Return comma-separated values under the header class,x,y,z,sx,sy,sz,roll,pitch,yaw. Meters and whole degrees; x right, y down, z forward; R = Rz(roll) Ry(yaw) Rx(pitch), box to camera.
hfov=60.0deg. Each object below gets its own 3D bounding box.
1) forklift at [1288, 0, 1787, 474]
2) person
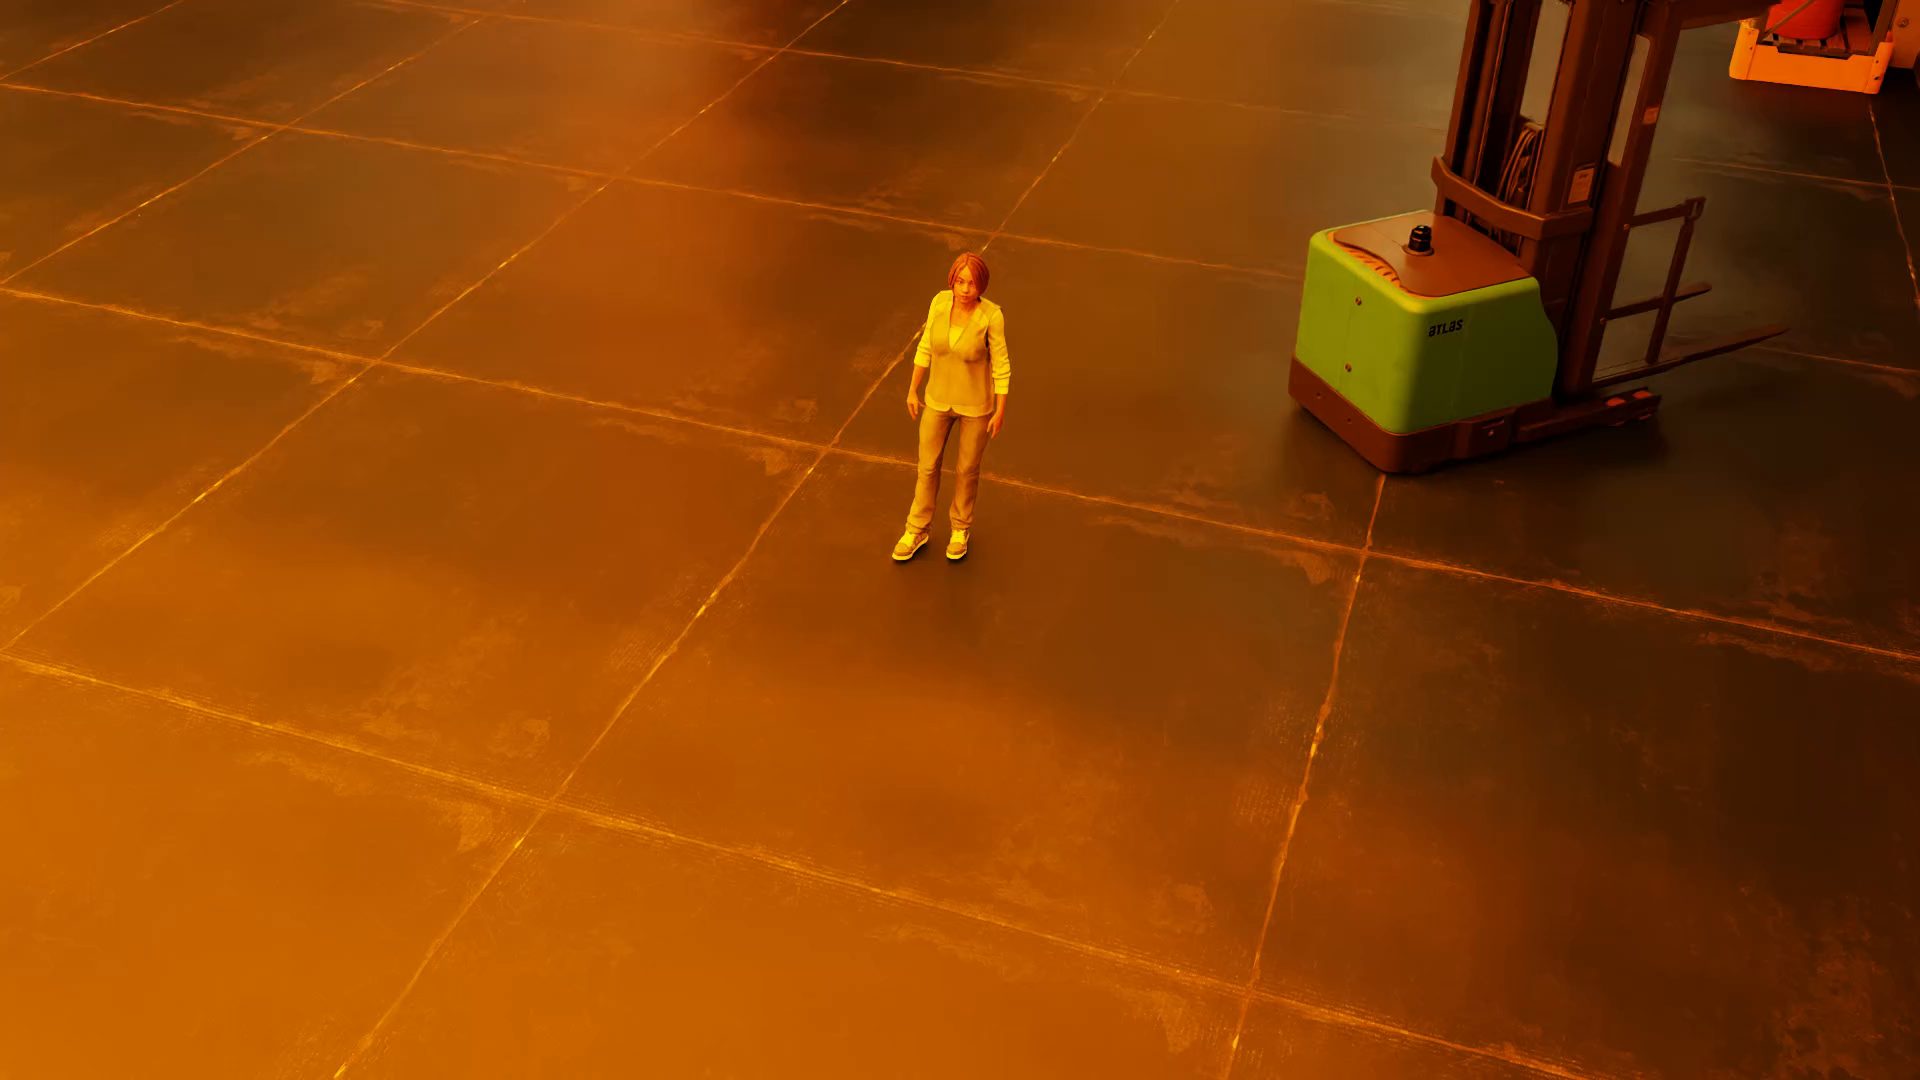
class,x,y,z,sx,sy,sz,roll,pitch,yaw
forklift,3.485,-2.113,9.091,3.031,2.935,1.130,-14,38,-19
person,-0.038,-0.619,8.125,0.521,1.599,0.473,12,37,16
